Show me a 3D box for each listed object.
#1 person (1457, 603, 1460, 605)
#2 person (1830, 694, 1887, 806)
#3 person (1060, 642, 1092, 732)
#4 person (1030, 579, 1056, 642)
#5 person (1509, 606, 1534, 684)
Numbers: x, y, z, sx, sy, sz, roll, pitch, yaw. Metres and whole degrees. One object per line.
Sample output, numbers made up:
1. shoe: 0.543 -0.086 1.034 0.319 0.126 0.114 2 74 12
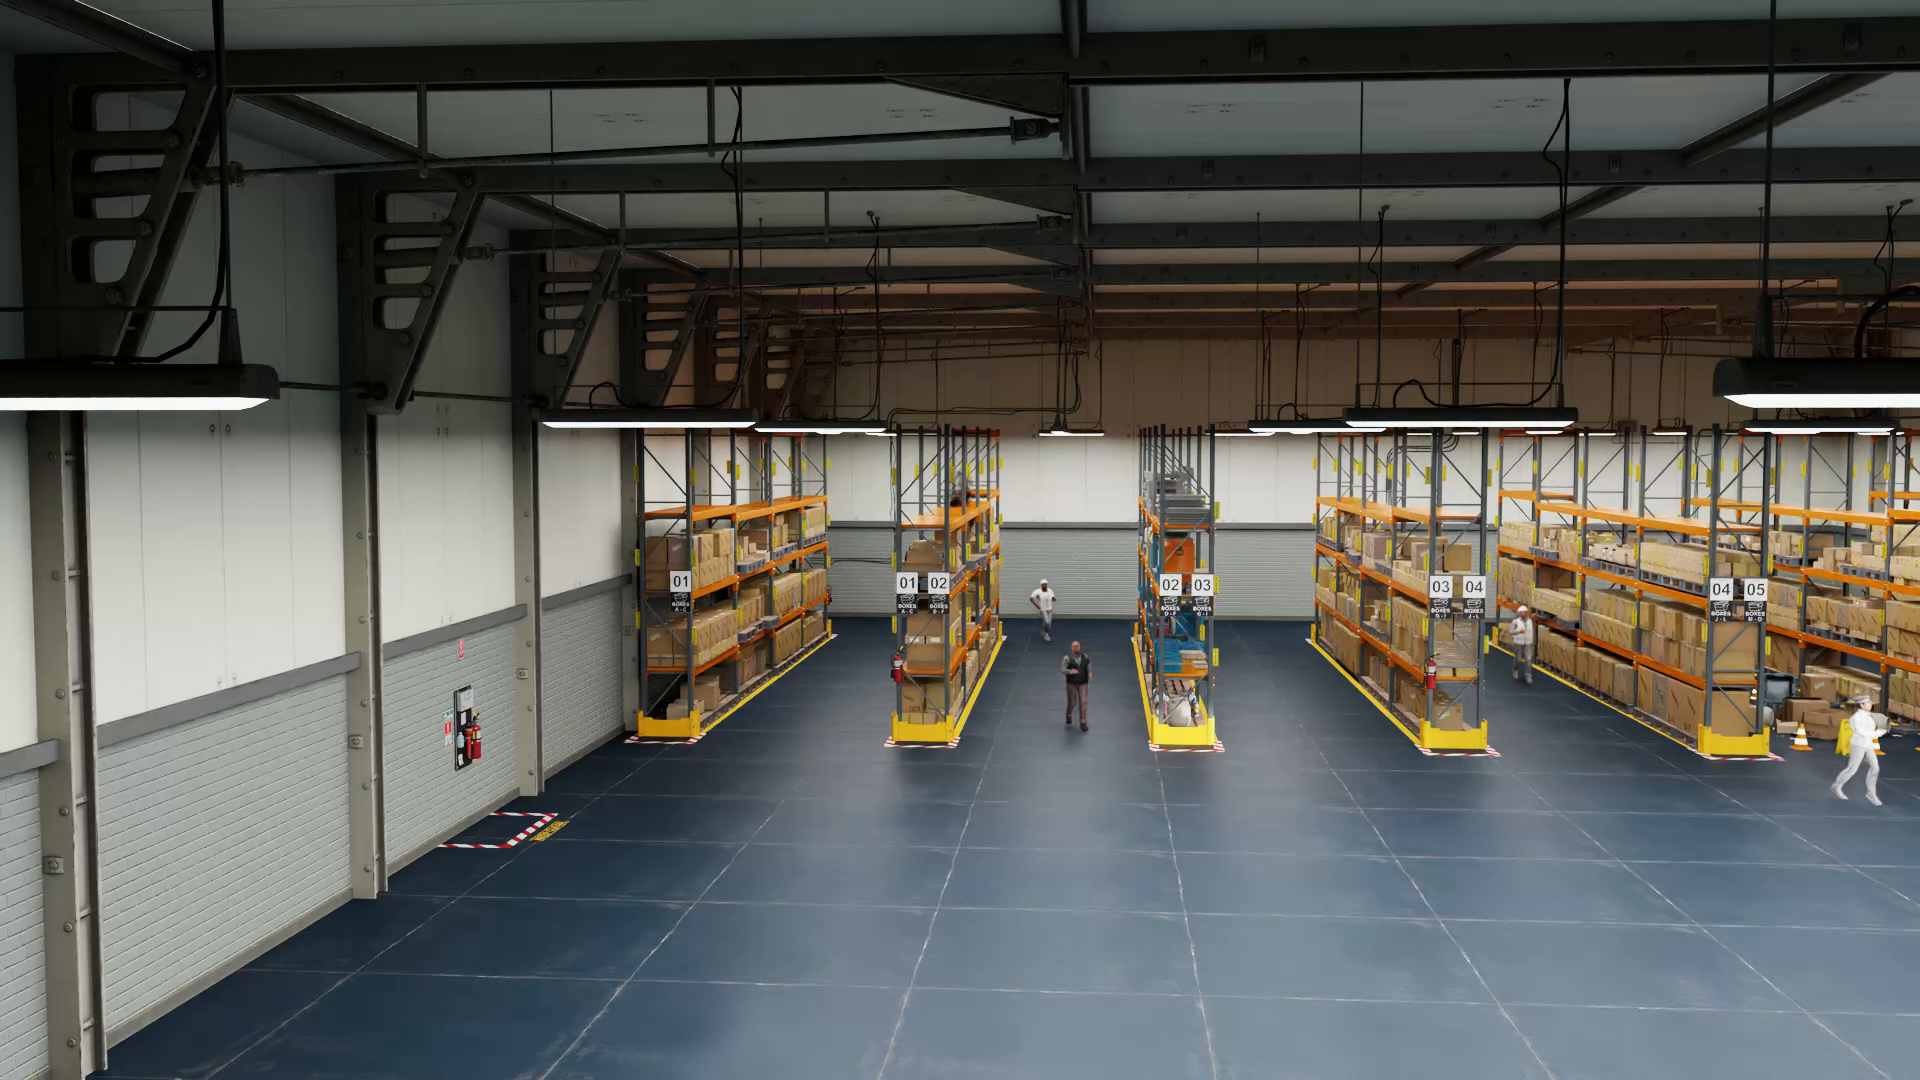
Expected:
1. person: 13.737 2.091 46.631 0.691 1.612 0.645 -3 5 -41
2. person: 14.129 3.285 26.125 0.600 1.764 0.789 -3 5 -43
3. person: 2.307 2.852 32.725 0.664 1.698 1.019 0 3 -6
4. person: 2.404 2.003 47.037 0.697 1.787 0.701 -2 4 -30
5. person: 13.188 2.427 38.956 0.656 1.765 0.939 0 3 1
